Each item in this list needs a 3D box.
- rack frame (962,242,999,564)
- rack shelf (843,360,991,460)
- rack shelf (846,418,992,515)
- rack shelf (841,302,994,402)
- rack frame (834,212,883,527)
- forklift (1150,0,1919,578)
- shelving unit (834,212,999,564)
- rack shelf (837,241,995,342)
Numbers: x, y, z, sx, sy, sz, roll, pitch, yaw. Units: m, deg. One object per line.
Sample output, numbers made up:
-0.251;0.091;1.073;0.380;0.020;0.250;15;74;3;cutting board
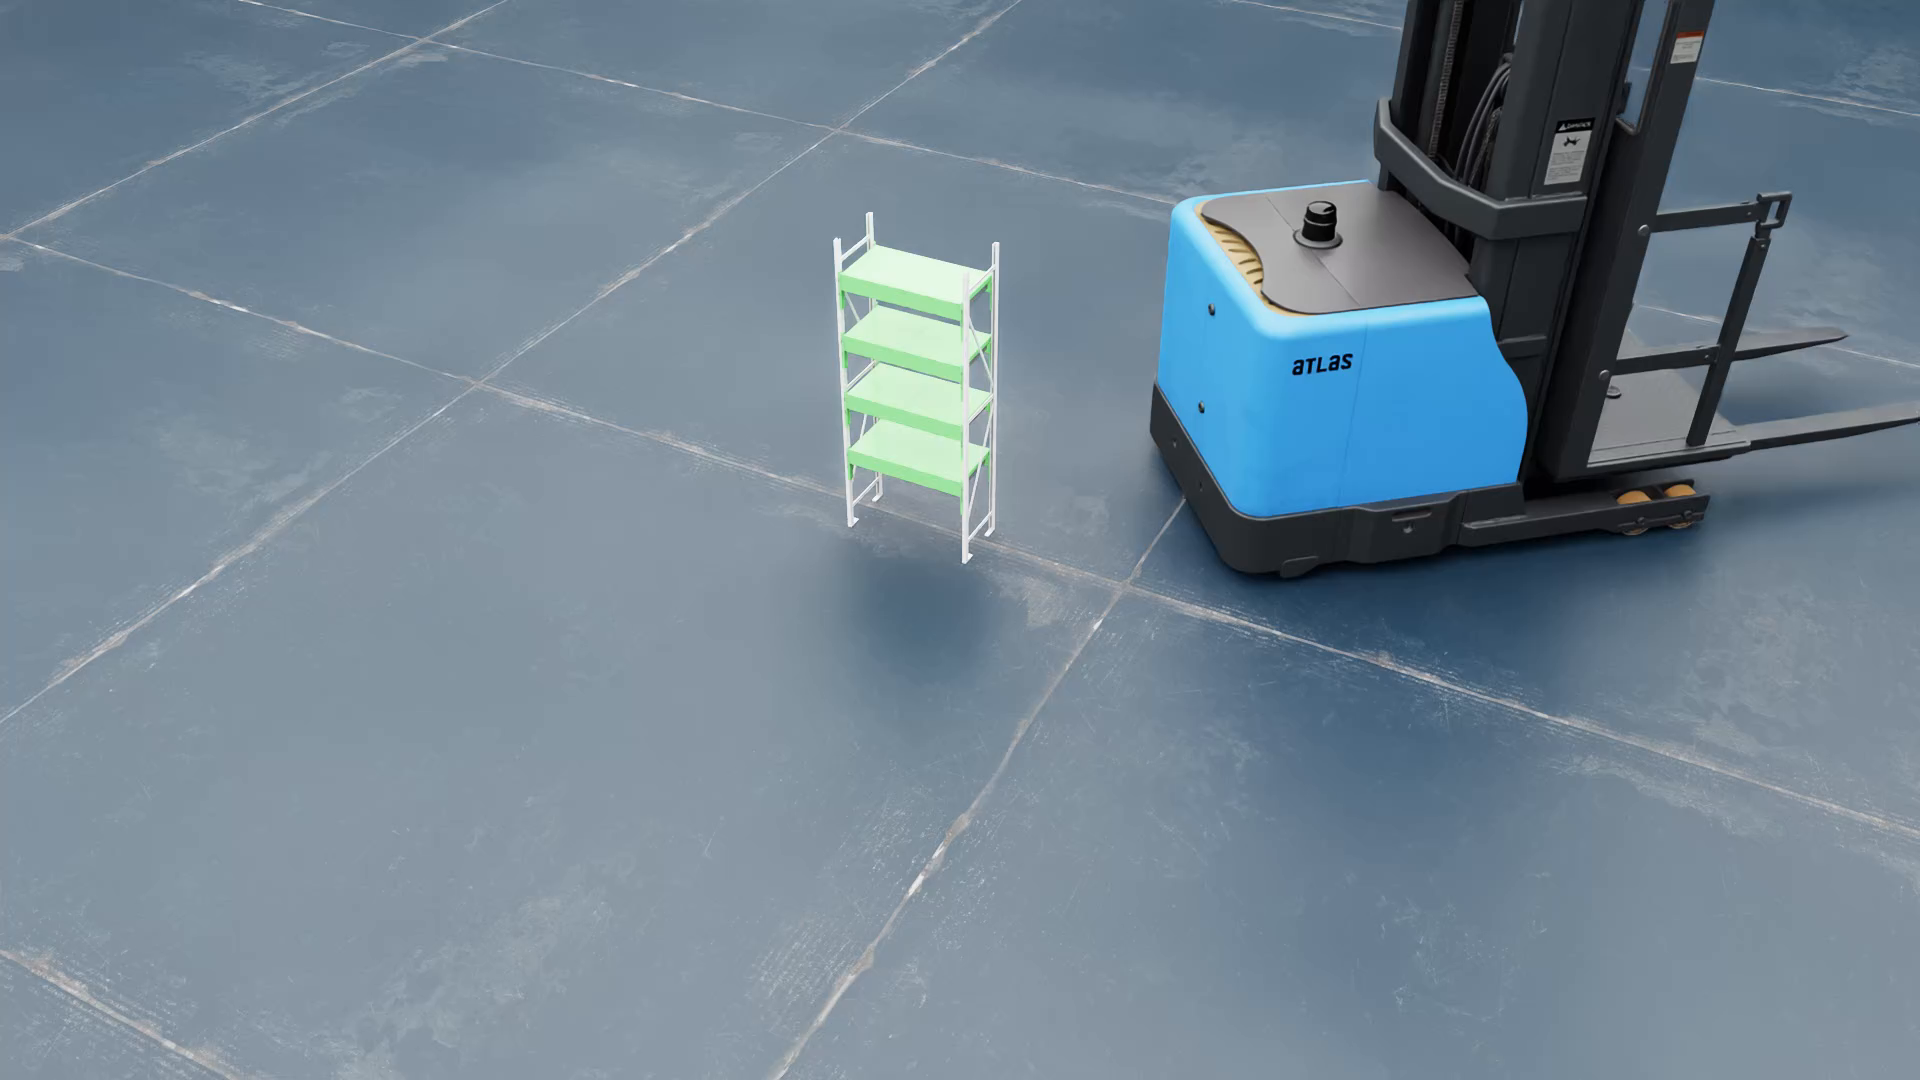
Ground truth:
0.070;-0.456;5.858;0.015;1.200;0.240;17;41;21;rack frame
-0.147;-0.473;5.986;0.480;0.148;0.258;17;41;21;rack shelf
-0.147;-0.282;6.132;0.480;0.148;0.258;17;41;21;rack shelf
-0.147;-0.664;5.841;0.480;0.148;0.258;17;41;21;rack shelf
-0.364;-0.592;6.037;0.015;1.200;0.240;17;41;21;rack frame
2.337;-1.489;5.788;3.031;2.935;1.130;-8;38;-10;forklift
-0.147;-0.524;5.948;0.503;1.200;0.258;17;41;21;shelving unit
-0.147;-0.855;5.696;0.480;0.148;0.258;17;41;21;rack shelf
